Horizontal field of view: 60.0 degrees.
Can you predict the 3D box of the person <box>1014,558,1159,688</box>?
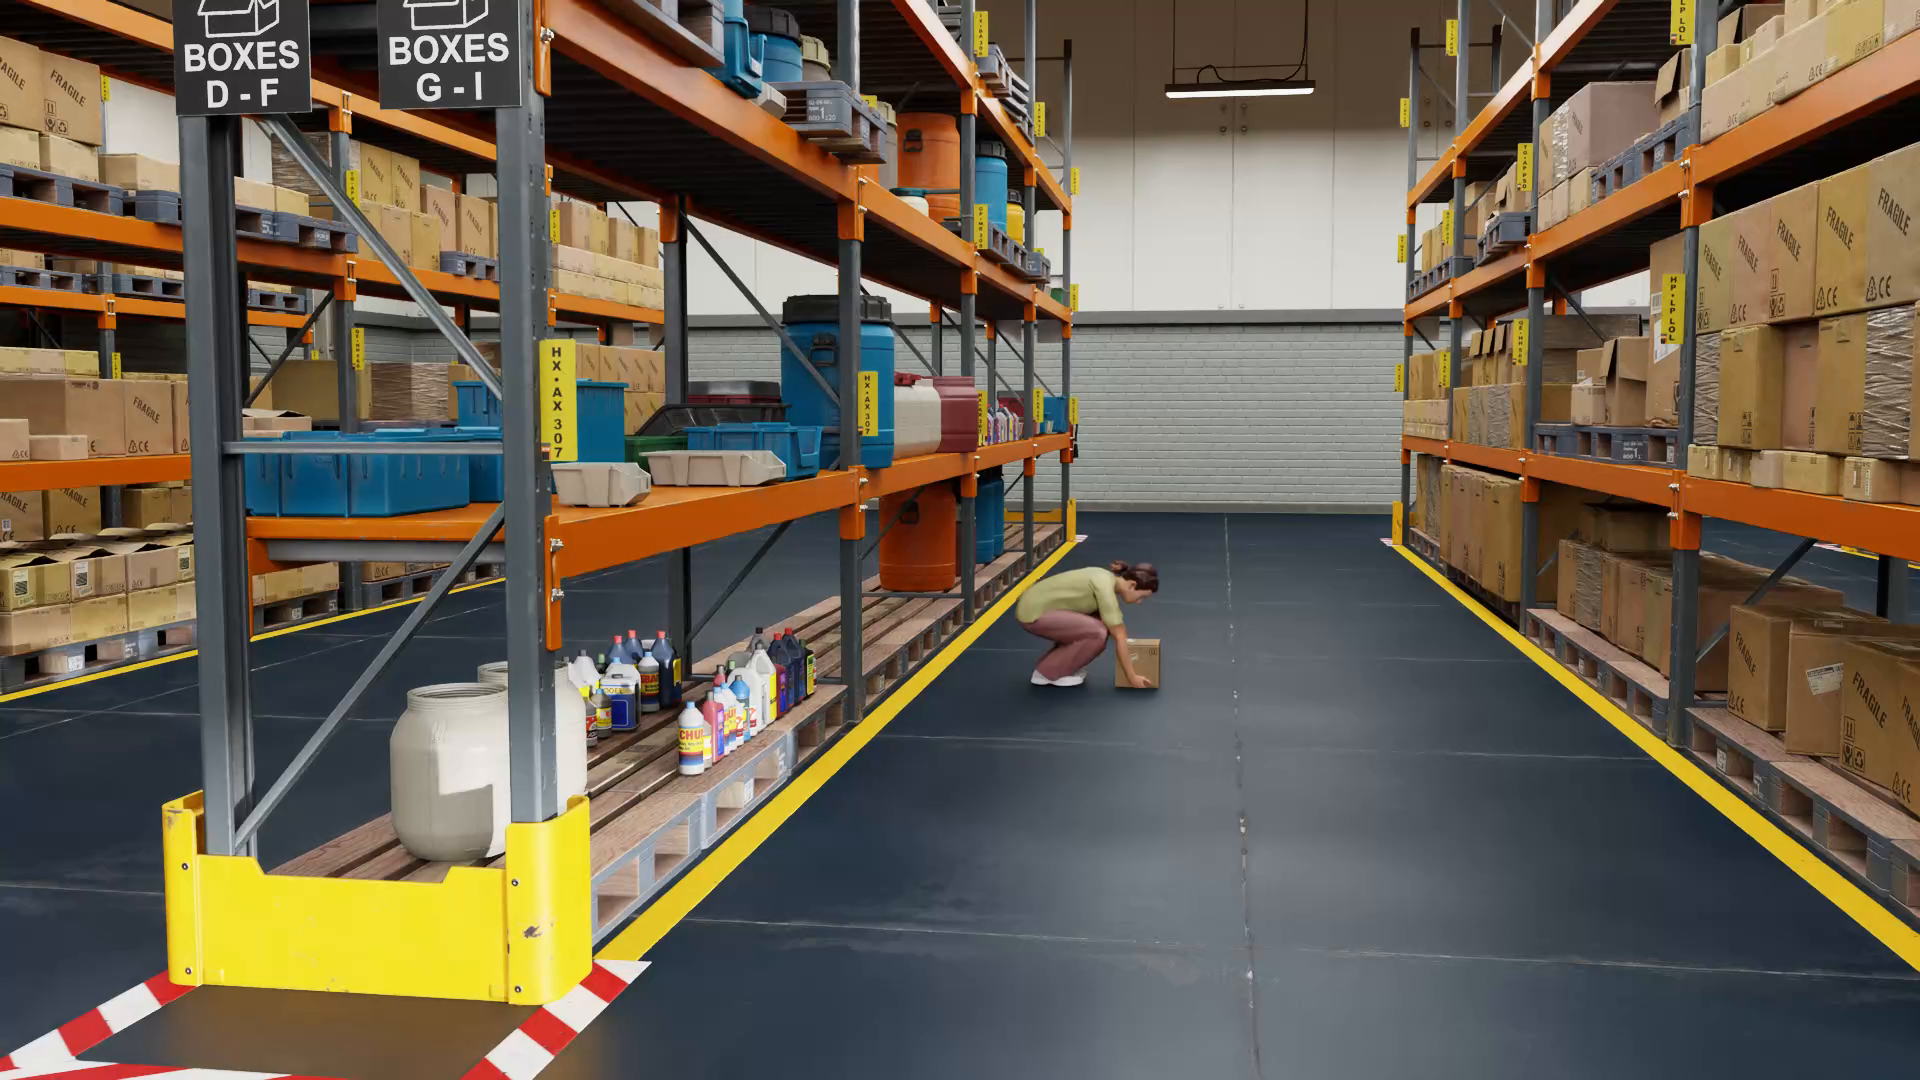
[{"bbox_3d":[0.745,0.512,9.787,0.844,0.787,0.468,1,5,8],"label":"person"}]
